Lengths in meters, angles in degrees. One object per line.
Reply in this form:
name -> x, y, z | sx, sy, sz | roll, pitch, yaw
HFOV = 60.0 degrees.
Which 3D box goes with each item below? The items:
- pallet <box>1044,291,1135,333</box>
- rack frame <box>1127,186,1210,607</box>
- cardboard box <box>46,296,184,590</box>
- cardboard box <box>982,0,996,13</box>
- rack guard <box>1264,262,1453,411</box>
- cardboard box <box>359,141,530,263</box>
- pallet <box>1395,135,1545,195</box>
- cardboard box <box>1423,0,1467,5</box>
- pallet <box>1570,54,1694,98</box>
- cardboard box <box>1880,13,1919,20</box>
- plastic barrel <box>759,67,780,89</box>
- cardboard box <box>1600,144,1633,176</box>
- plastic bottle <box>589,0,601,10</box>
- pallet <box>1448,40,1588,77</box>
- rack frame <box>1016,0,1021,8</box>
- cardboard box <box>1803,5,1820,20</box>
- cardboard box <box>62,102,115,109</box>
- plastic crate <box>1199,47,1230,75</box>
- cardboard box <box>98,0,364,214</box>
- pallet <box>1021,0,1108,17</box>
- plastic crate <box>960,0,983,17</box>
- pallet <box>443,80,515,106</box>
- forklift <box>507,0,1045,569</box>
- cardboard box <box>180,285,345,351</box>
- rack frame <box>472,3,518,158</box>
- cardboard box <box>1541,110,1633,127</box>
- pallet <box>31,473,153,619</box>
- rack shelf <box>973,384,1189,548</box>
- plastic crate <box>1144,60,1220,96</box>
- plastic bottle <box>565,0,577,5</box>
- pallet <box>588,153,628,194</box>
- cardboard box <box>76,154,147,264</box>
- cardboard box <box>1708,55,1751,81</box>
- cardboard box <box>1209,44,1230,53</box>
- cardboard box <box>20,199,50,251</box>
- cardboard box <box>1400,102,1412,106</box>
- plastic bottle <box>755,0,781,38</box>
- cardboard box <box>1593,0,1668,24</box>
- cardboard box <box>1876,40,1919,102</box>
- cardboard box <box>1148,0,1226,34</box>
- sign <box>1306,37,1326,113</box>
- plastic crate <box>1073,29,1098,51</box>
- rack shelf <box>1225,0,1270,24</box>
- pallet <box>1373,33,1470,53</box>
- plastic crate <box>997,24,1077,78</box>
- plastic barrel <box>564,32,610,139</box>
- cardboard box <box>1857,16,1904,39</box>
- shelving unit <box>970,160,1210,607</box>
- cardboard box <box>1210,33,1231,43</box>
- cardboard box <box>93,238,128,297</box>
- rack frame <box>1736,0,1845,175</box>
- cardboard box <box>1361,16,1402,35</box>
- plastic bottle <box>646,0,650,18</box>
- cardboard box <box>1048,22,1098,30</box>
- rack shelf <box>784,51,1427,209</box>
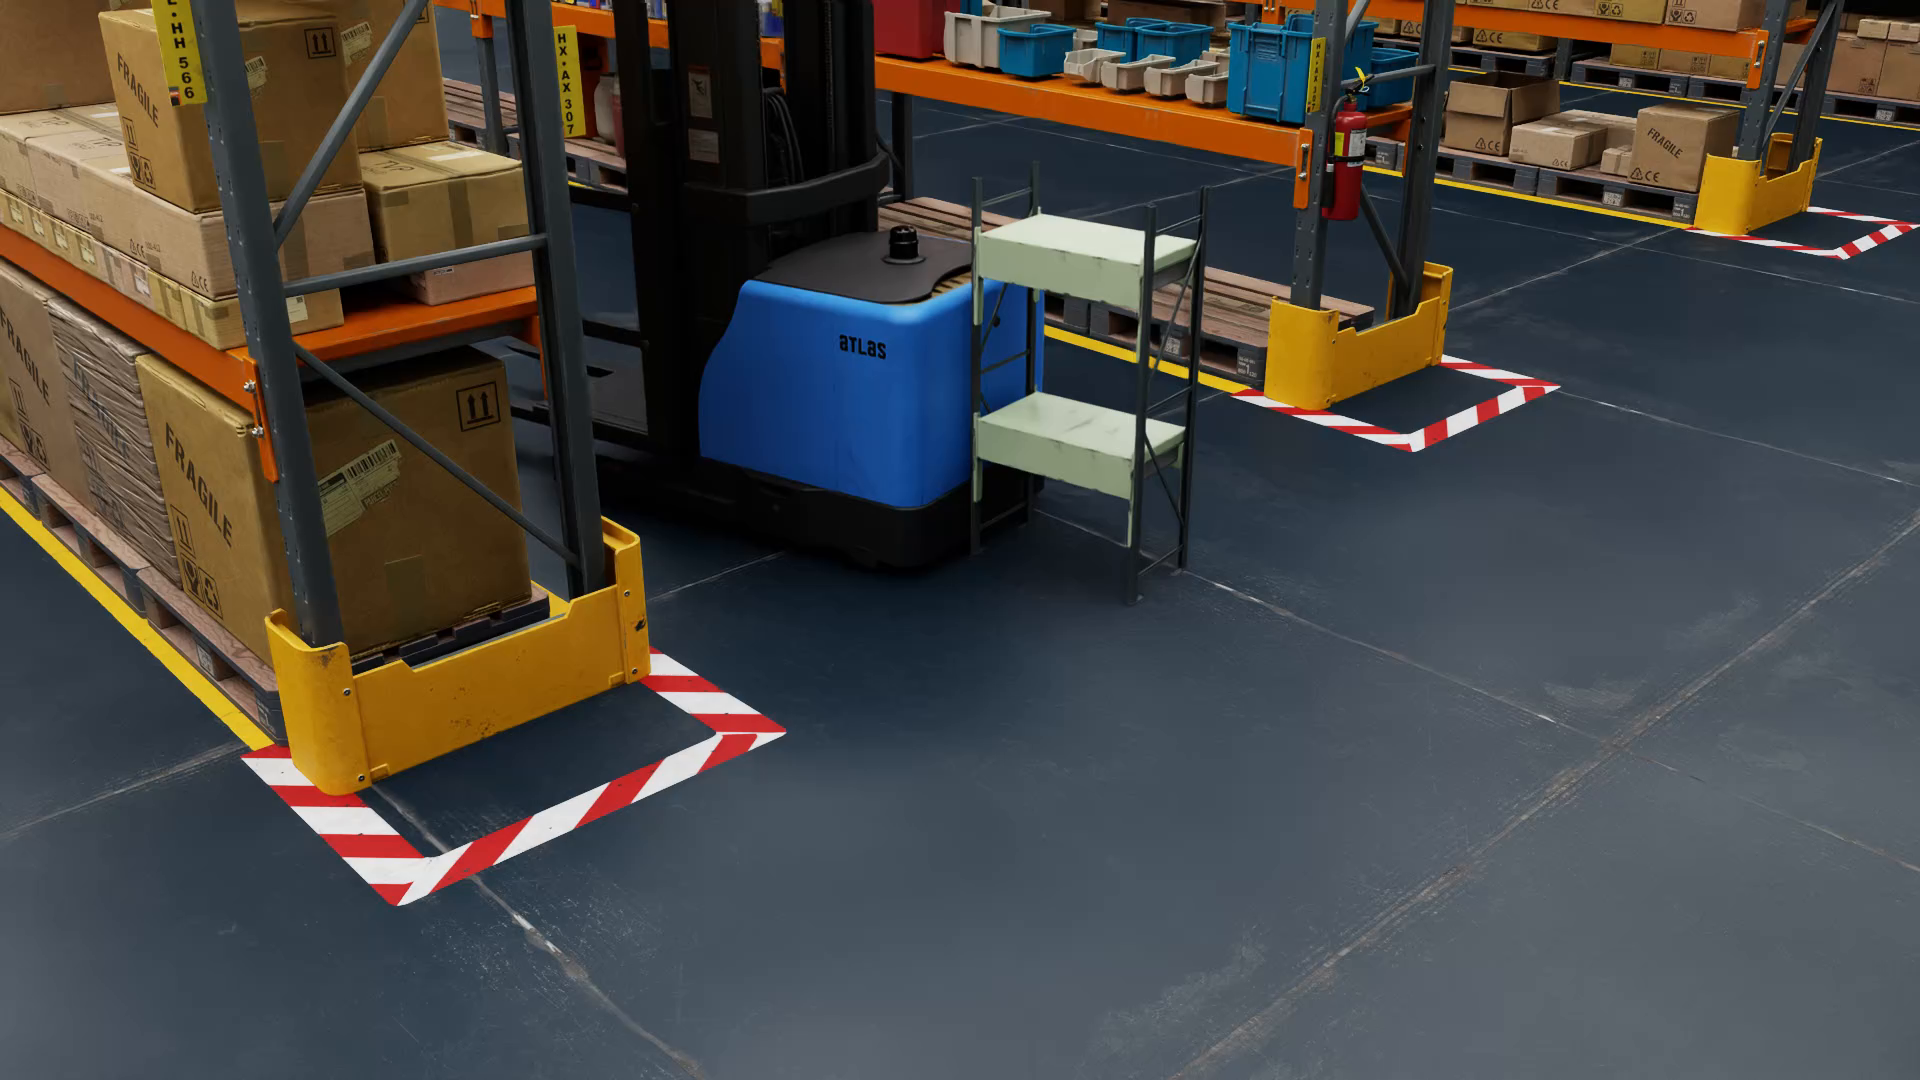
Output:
pallet -> 0.649, -1.568, 9.932 | 1.003, 0.211, 1.213 | -21, 32, -38
rack frame -> 0.755, -0.502, 6.044 | 0.023, 1.500, 0.400 | 17, 30, 33
cardboard box -> -2.719, -0.472, 6.225 | 0.875, 0.875, 0.875 | -21, 32, -38
cardboard box -> 0.021, -5.471, 17.260 | 0.500, 0.311, 0.500 | -20, 31, -37
rack guard -> 2.040, -1.065, 8.483 | 1.175, 0.500, 0.348 | -21, 32, -38
cardboard box -> -1.733, -1.090, 5.348 | 0.500, 0.250, 0.500 | -22, 33, -40
pallet -> 4.205, -2.975, 13.017 | 1.003, 0.211, 1.213 | -21, 32, -38
cardboard box -> 3.740, -4.329, 12.505 | 0.500, 0.500, 0.500 | -21, 32, -39
pallet -> 6.974, -4.707, 16.814 | 1.003, 0.211, 1.213 | -21, 32, -38
cardboard box -> 8.579, -4.721, 15.209 | 0.380, 0.149, 0.250 | -21, 32, -38
plastic barrel -> -1.080, -2.824, 11.348 | 0.600, 0.901, 0.708 | -21, 32, -38
cardboard box -> 4.870, -2.764, 12.079 | 0.380, 0.166, 0.250 | -21, 32, -38
plastic bottle -> -2.638, -3.991, 12.025 | 0.061, 0.283, 0.133 | -21, 32, -38
pallet -> 5.929, -5.172, 17.833 | 1.003, 0.211, 1.213 | -21, 32, -38
rack frame -> 1.044, -8.652, 22.102 | 1.000, 3.000, 0.127 | -21, 32, -38
cardboard box -> 8.058, -4.952, 15.714 | 0.380, 0.149, 0.250 | -21, 32, -38
cardboard box -> -3.511, -1.556, 6.369 | 0.500, 0.250, 0.500 | -20, 31, -37
plastic crate -> 1.463, -2.608, 9.098 | 0.250, 0.136, 0.298 | -21, 32, -38
cardboard box -> -2.126, -1.282, 4.866 | 0.500, 0.500, 0.500 | -21, 32, -38
pallet -> 1.577, -7.148, 22.164 | 1.003, 0.211, 1.213 | -21, 32, -38
plastic crate -> -0.152, -3.393, 10.521 | 0.392, 0.384, 0.575 | -21, 32, -38
pallet -> -4.785, -3.976, 15.212 | 1.003, 0.211, 1.213 | -21, 32, -38
forklift -> -1.157, -1.671, 6.882 | 3.031, 2.935, 1.130 | 15, 28, 30
cardboard box -> -2.085, -0.701, 4.976 | 0.380, 0.149, 0.250 | -20, 32, -38
rack frame -> -3.454, -4.630, 13.285 | 1.000, 3.000, 0.127 | -21, 32, -38
cardboard box -> 4.784, -3.107, 12.730 | 0.500, 0.250, 0.500 | -21, 32, -38
pallet -> -3.035, -0.122, 6.763 | 1.003, 0.211, 1.213 | -21, 32, -38
rack shelf -> 0.462, -0.297, 6.379 | 0.720, 0.370, 0.431 | 17, 30, 33
plastic crate -> 1.137, -2.401, 8.644 | 0.396, 0.136, 0.243 | -21, 32, -38
plastic bottle -> -2.862, -4.090, 12.243 | 0.061, 0.283, 0.133 | -21, 32, -38
pallet -> -2.055, -2.765, 12.556 | 1.003, 0.211, 1.213 | -21, 32, -38
cardboard box -> -2.473, -1.093, 5.355 | 0.500, 0.250, 0.500 | -22, 32, -39
cardboard box -> 7.638, -4.717, 15.982 | 0.700, 0.500, 0.500 | -20, 31, -37
cardboard box -> 2.352, -3.953, 14.283 | 0.500, 0.500, 0.500 | -21, 32, -39
cardboard box -> -3.130, -1.164, 5.991 | 0.380, 0.149, 0.250 | -20, 32, -37
cardboard box -> 3.795, -3.536, 13.792 | 0.380, 0.149, 0.250 | -21, 32, -38
plastic bottle -> -1.225, -3.389, 10.715 | 0.152, 0.276, 0.135 | -21, 32, -38
cardboard box -> 4.770, -3.870, 11.499 | 0.500, 0.500, 0.500 | -21, 32, -38
cardboard box -> 8.694, -4.254, 14.967 | 0.700, 0.500, 0.500 | -21, 32, -38
cardboard box -> 2.062, -4.745, 15.115 | 0.500, 0.250, 0.500 | -21, 32, -38
sign -> 1.623, -2.119, 7.585 | 0.100, 0.325, 0.005 | -21, 32, -38
plastic crate -> 0.690, -2.883, 9.701 | 0.293, 0.136, 0.466 | -21, 32, -38
rack shelf -> 1.531, -5.101, 15.183 | 1.077, 0.370, 4.000 | -21, 32, -38
pallet -> 5.091, -5.542, 18.644 | 1.003, 0.211, 1.213 | -21, 32, -38
plastic crate -> 0.423, -2.707, 9.198 | 0.416, 0.233, 0.300 | -21, 32, -38
plastic barrel -> -3.107, -3.690, 13.334 | 0.600, 0.830, 0.708 | -21, 32, -38
cardboard box -> 8.298, -4.614, 14.973 | 0.380, 0.149, 0.250 | -20, 31, -37
shelving unit -> 0.462, -0.594, 6.244 | 0.755, 1.500, 0.431 | 17, 30, 33
cardboard box -> 2.373, -4.259, 14.953 | 0.500, 0.500, 0.500 | -21, 32, -38
cardboard box -> -2.606, -0.932, 5.482 | 0.380, 0.149, 0.250 | -21, 32, -38
rack frame -> 5.632, -3.610, 11.049 | 1.000, 3.000, 0.127 | -21, 32, -38
cardboard box -> 4.779, -6.126, 18.648 | 0.750, 0.750, 0.750 | -21, 32, -39
plastic bottle -> -2.170, -3.757, 11.611 | 0.097, 0.201, 0.097 | 0, 25, 0
cardboard box -> 0.968, -4.567, 15.629 | 0.500, 0.500, 0.500 | -22, 32, -39
rack shelf -> 0.647, -2.485, 9.449 | 1.077, 0.370, 4.000 | -21, 32, -38
